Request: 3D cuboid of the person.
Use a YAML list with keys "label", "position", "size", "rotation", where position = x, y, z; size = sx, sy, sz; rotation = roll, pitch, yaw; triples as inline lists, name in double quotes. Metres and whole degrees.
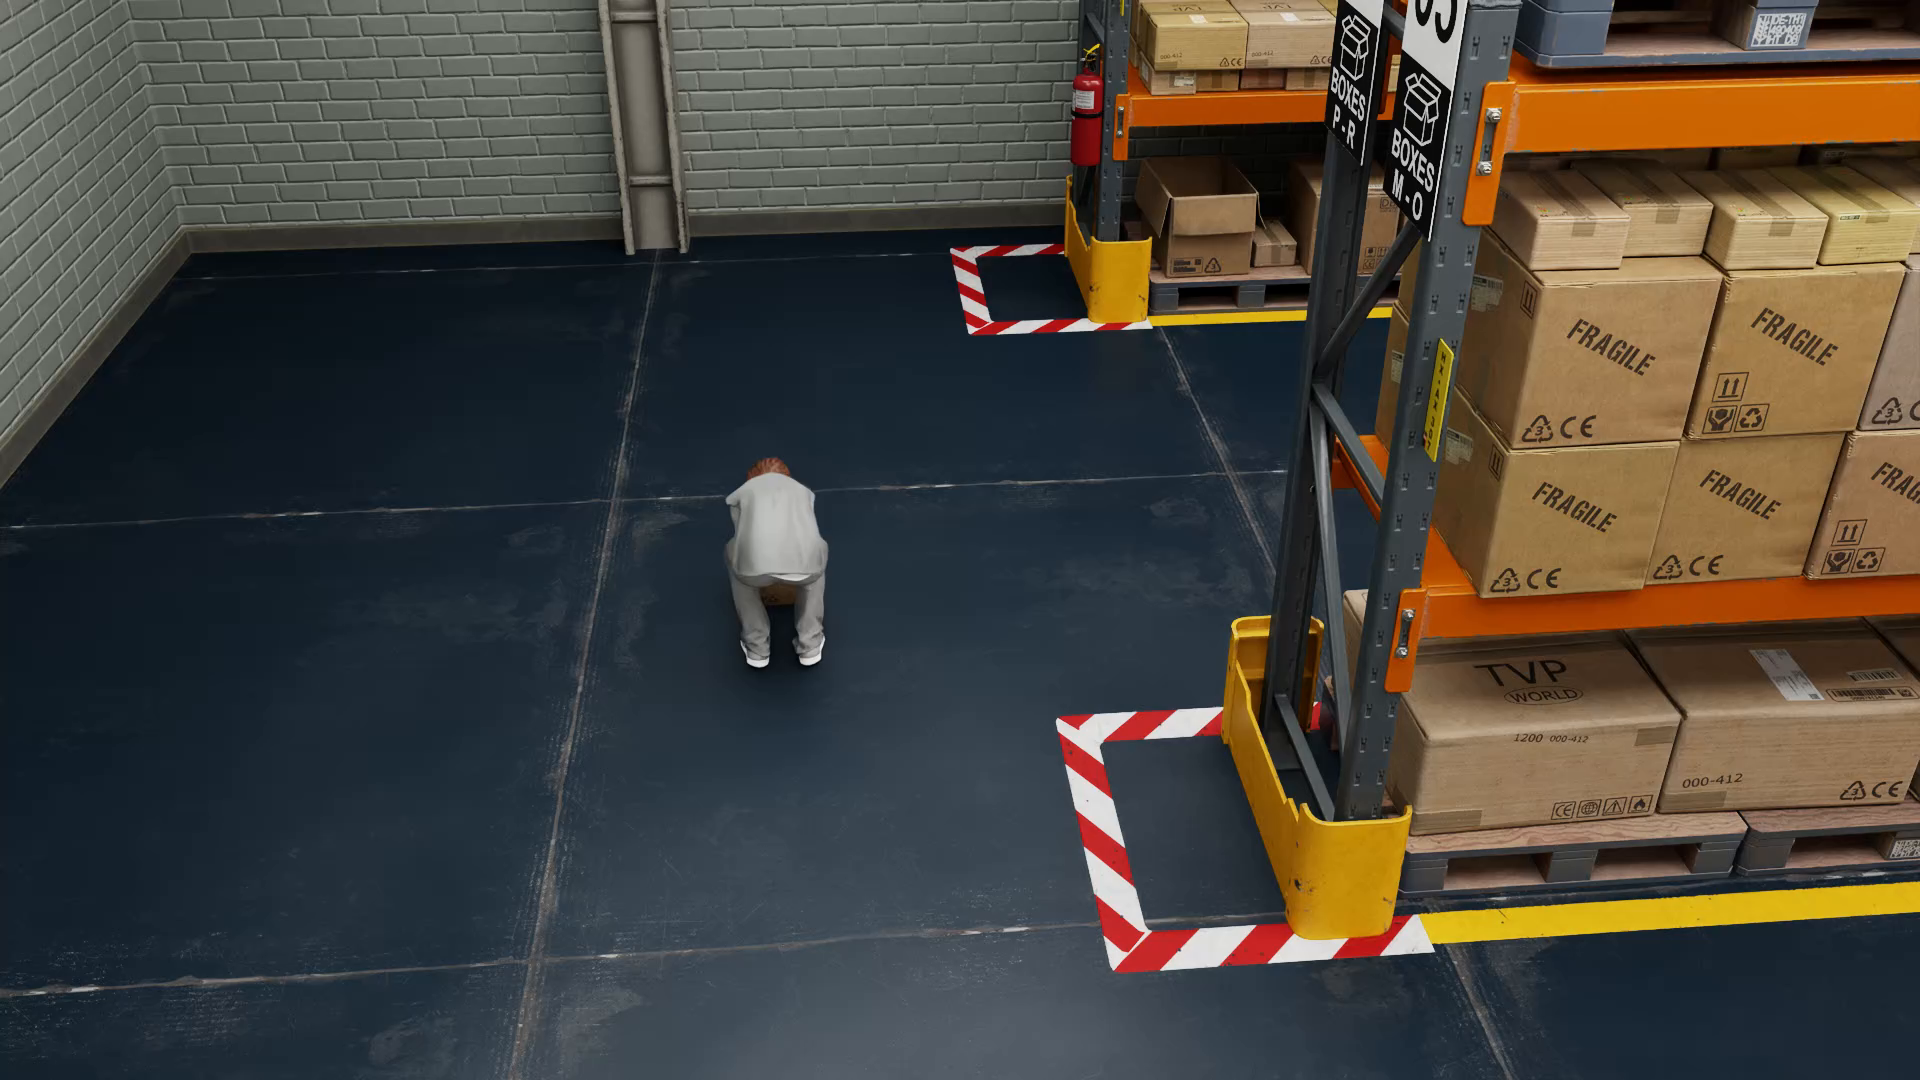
- label: "person"
  position: [-0.755, 0.083, 6.844]
  size: [0.427, 0.768, 0.872]
  rotation: [-4, 32, -6]
